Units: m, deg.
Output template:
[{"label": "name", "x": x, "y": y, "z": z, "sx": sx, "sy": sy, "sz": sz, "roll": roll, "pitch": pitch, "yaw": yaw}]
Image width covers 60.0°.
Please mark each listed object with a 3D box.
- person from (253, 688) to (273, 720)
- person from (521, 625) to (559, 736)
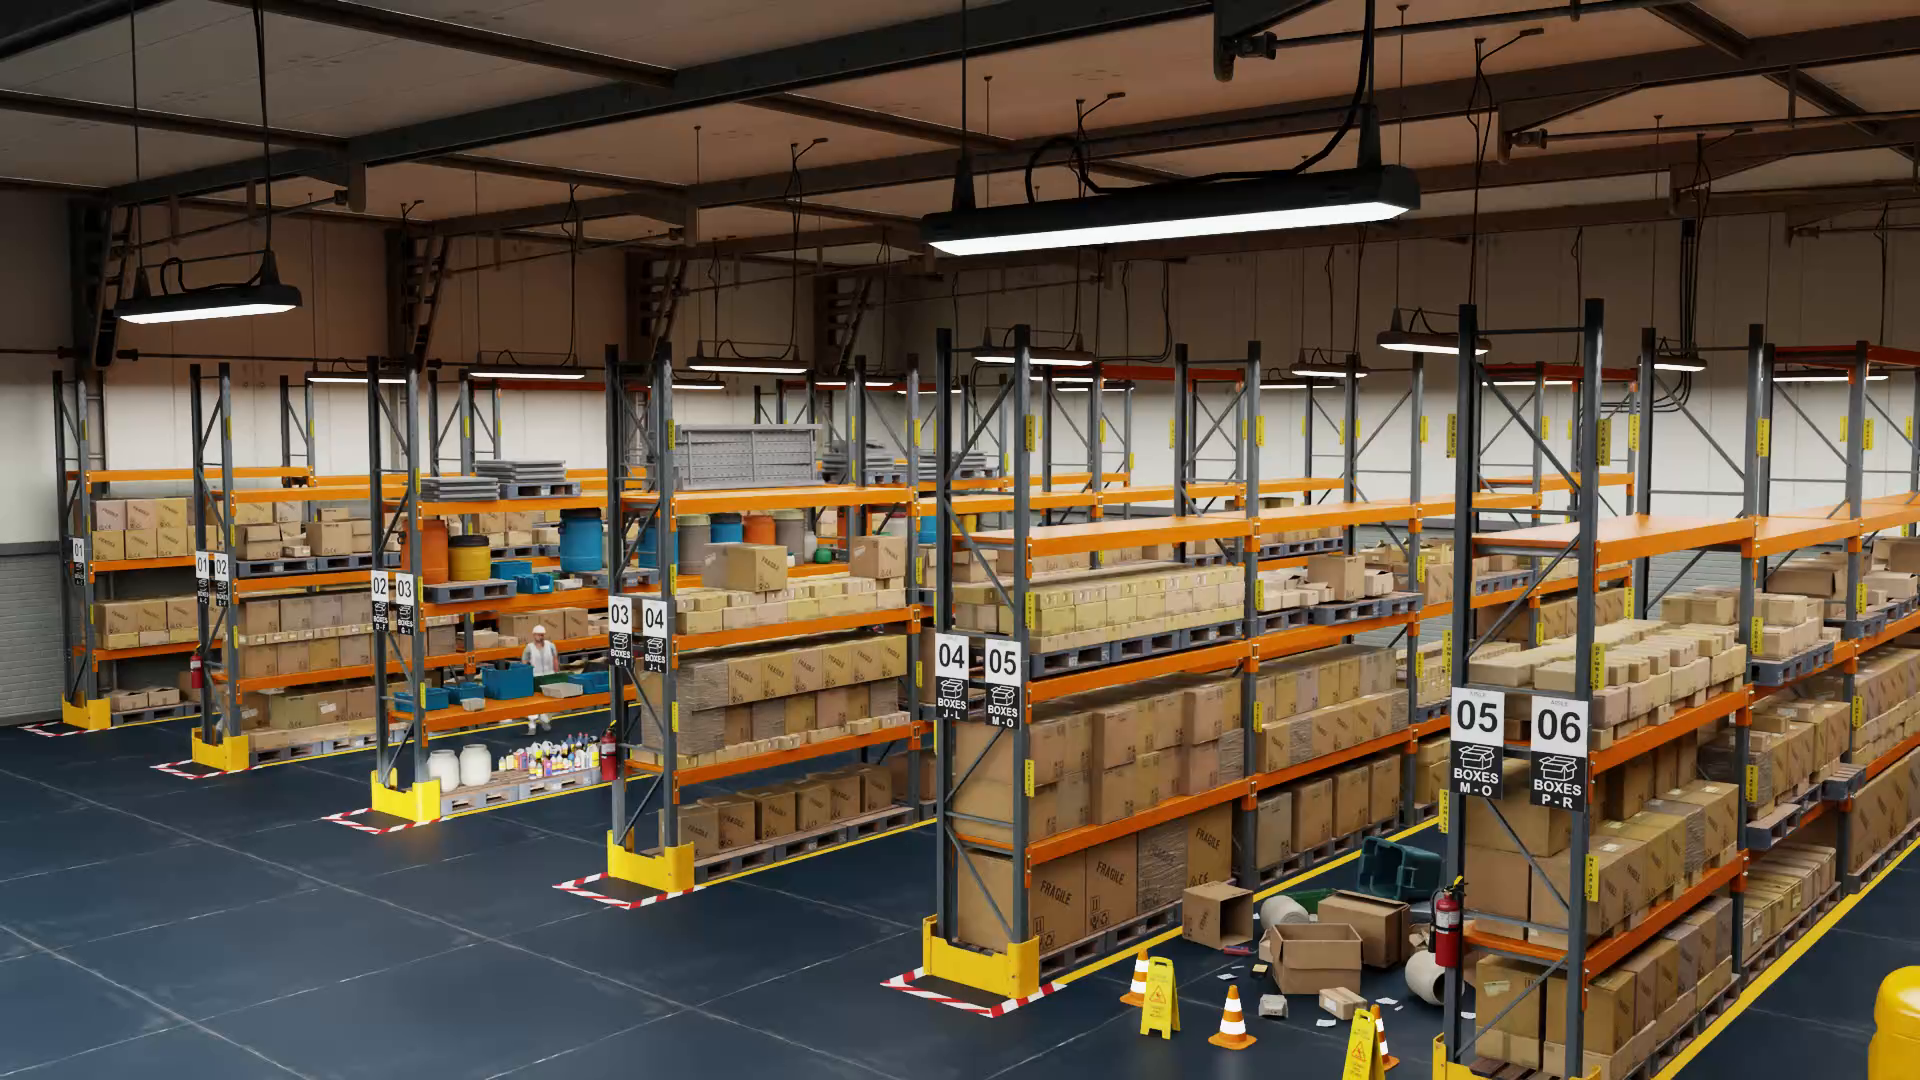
[{"label": "person", "x": -11.481, "y": 2.312, "z": 27.138, "sx": 0.746, "sy": 1.764, "sz": 0.575, "roll": -1, "pitch": 4, "yaw": -17}, {"label": "person", "x": -6.906, "y": 2.290, "z": 27.359, "sx": 0.706, "sy": 1.786, "sz": 0.520, "roll": -2, "pitch": 5, "yaw": -24}]
